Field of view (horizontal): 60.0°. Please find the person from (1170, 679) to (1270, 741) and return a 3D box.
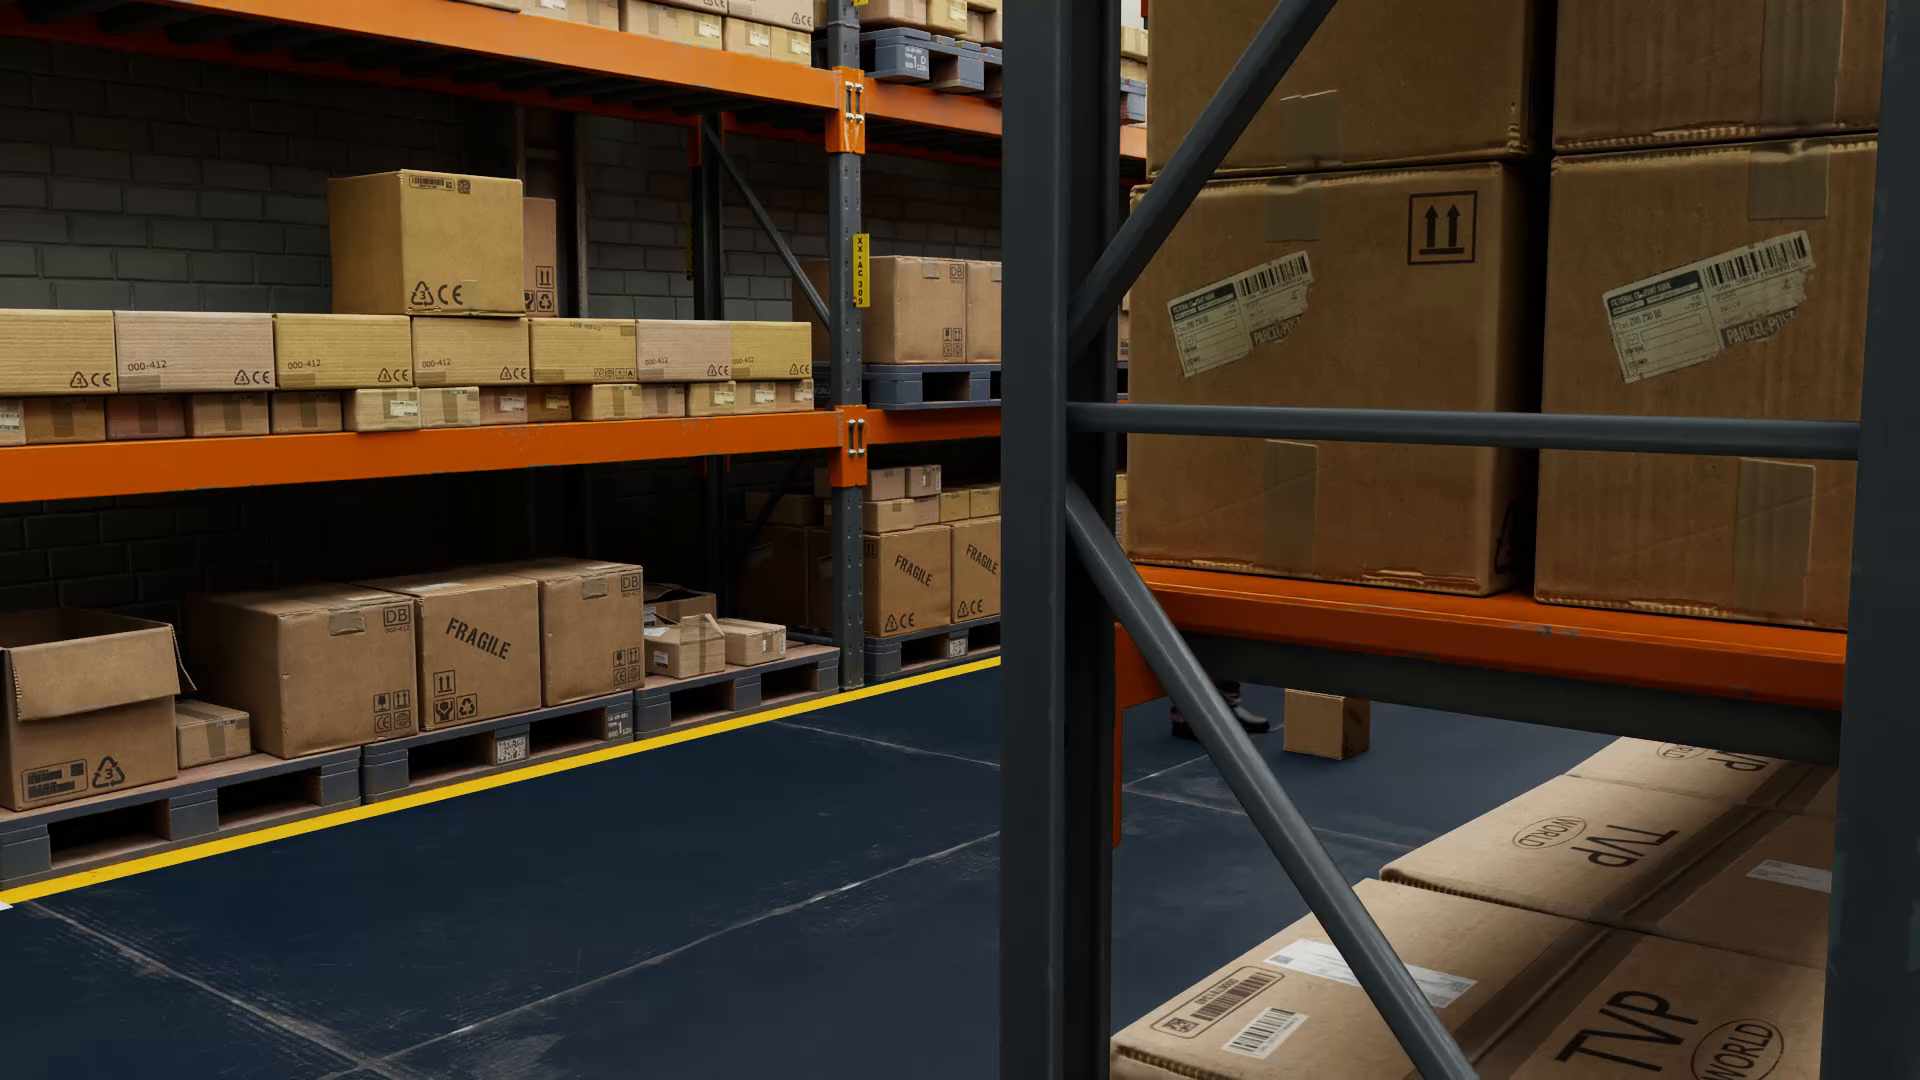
[{"bbox_3d":[1.089,-0.054,6.826,0.359,1.719,0.531,6,9,40],"label":"person"}]
